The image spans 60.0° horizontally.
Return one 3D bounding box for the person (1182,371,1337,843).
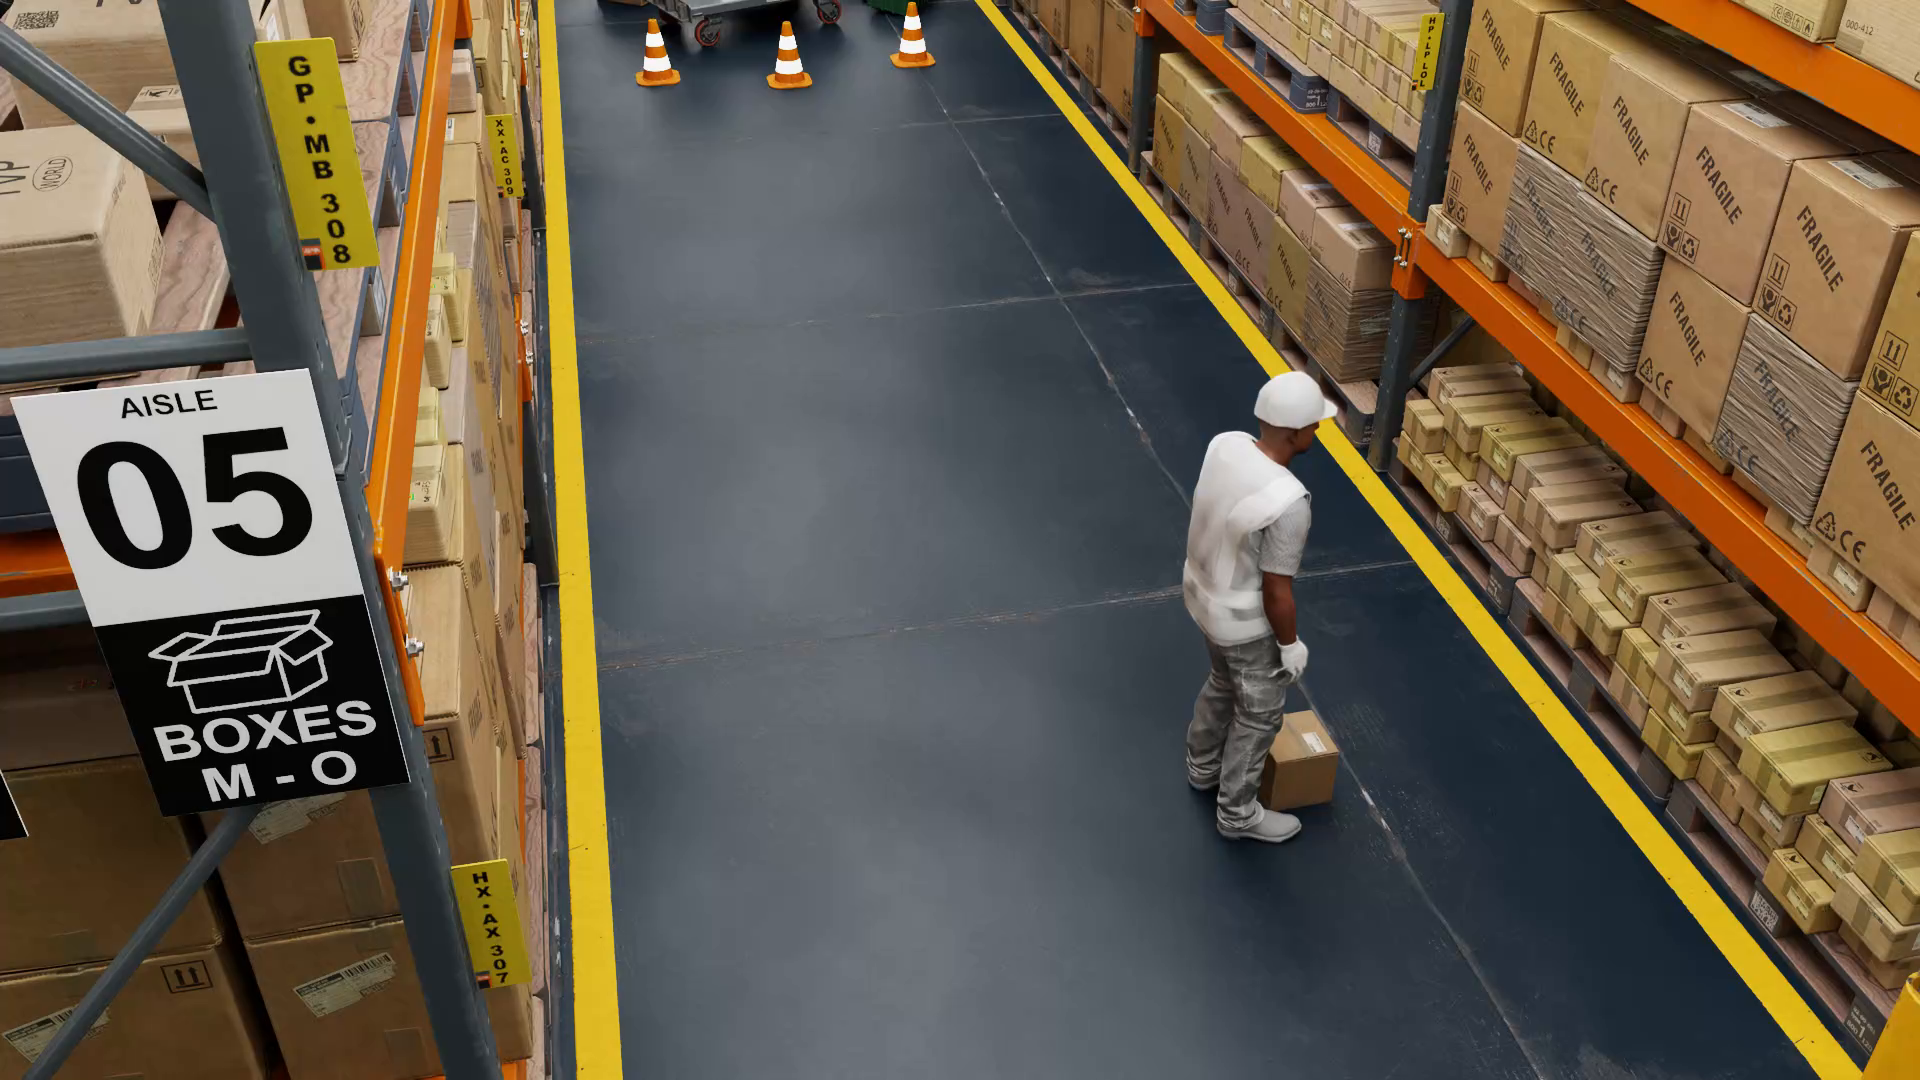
[{"bbox_3d":[1.016,0.233,5.790,0.450,1.771,0.623,-9,35,-13],"label":"person"}]
